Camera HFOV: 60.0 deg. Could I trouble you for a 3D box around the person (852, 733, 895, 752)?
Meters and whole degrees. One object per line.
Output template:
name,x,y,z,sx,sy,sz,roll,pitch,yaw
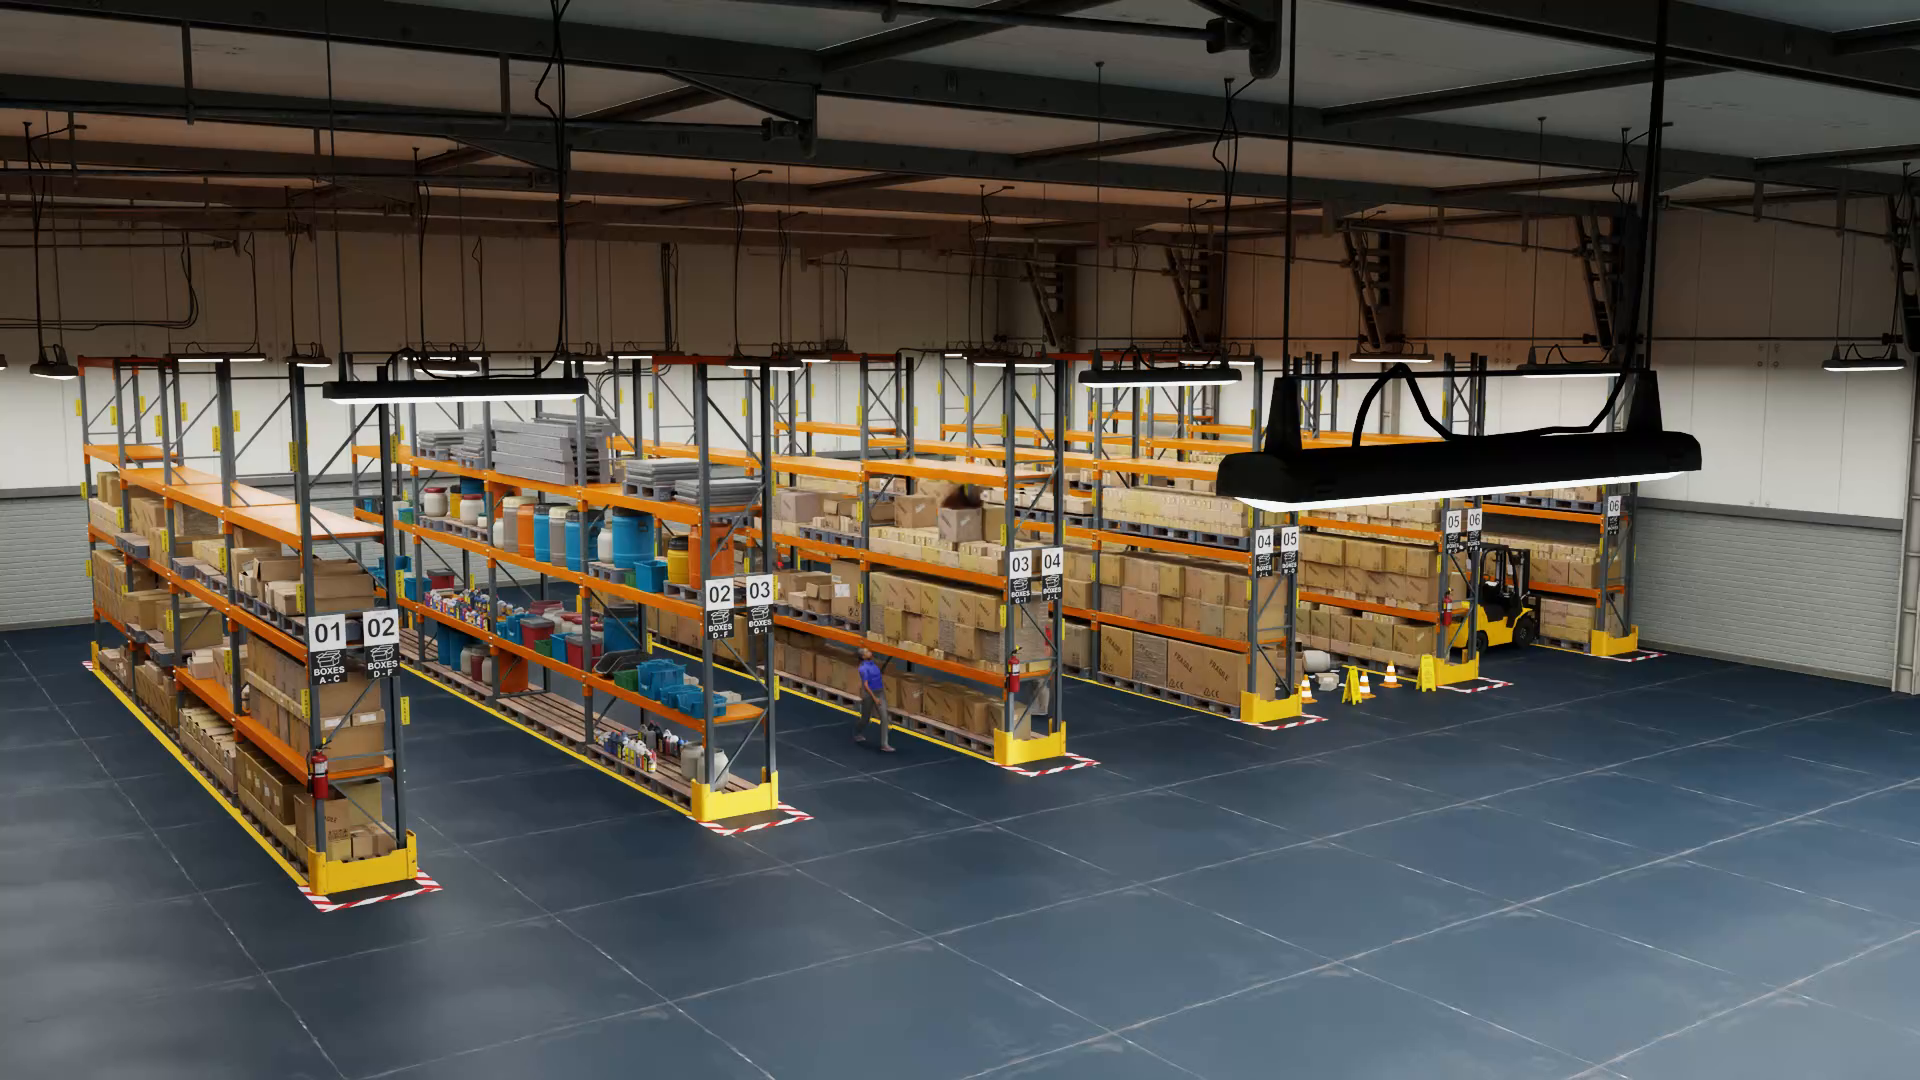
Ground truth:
person,-1.335,3.096,25.756,0.295,0.253,0.960,-4,8,-31

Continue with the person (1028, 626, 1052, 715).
person,1.306,2.085,28.051,0.414,1.735,0.597,-4,8,-27

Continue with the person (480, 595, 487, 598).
person,-12.935,1.587,32.771,8.806,1.572,1.874,5,8,34

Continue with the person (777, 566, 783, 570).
person,-3.766,1.356,34.408,0.612,1.764,0.877,-5,9,-36
